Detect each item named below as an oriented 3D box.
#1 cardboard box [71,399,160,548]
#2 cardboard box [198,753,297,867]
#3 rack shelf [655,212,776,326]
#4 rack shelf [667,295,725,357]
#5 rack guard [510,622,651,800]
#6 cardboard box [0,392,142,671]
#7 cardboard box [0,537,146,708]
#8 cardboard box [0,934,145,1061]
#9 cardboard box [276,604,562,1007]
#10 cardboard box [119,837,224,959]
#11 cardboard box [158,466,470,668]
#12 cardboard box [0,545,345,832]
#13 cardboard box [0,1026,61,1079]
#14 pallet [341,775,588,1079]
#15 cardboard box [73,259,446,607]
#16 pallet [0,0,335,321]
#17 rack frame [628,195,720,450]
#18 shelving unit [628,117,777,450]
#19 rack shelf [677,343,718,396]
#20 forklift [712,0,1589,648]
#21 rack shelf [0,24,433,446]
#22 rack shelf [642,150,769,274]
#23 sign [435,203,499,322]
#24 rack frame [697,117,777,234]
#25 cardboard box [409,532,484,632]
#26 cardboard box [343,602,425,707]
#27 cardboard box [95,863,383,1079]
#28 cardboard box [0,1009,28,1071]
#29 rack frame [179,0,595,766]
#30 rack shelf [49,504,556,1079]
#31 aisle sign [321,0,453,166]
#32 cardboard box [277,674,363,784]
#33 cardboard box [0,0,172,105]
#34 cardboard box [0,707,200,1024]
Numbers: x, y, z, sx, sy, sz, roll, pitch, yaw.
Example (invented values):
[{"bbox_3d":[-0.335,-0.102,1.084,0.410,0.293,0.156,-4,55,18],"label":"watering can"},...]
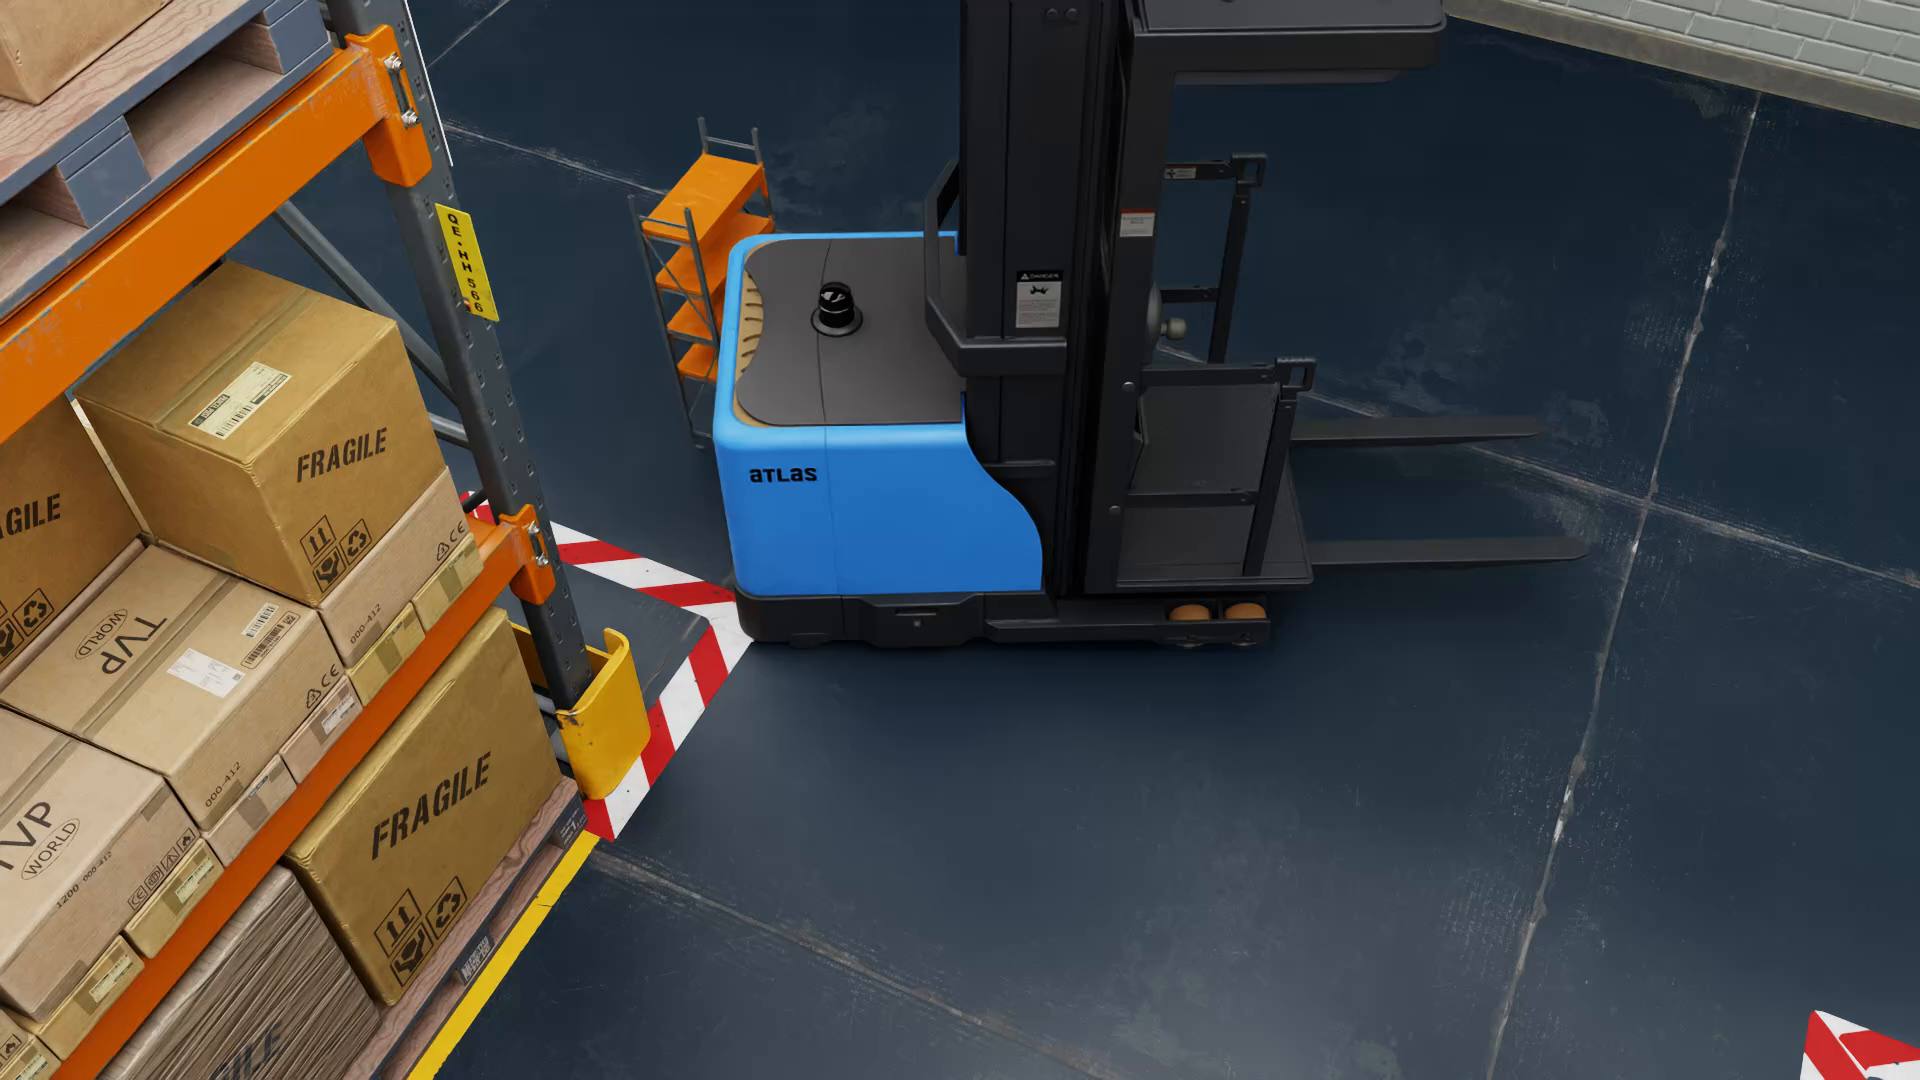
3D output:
[{"bbox_3d":[-2.096,-0.189,4.345,0.500,0.250,0.500,19,52,15],"label":"cardboard box"},{"bbox_3d":[-1.827,0.574,3.957,0.380,0.149,0.250,21,53,17],"label":"cardboard box"},{"bbox_3d":[-0.898,-1.018,6.113,0.258,0.148,0.480,16,51,18],"label":"rack shelf"},{"bbox_3d":[-0.885,-0.869,6.279,0.258,0.148,0.480,16,51,18],"label":"rack shelf"},{"bbox_3d":[-1.636,0.409,5.573,1.175,0.500,0.348,20,52,16],"label":"rack guard"},{"bbox_3d":[-2.309,-0.088,3.766,0.500,0.500,0.500,19,52,15],"label":"cardboard box"},{"bbox_3d":[-2.312,0.171,4.038,0.500,0.250,0.500,19,52,16],"label":"cardboard box"},{"bbox_3d":[-2.046,0.932,3.652,0.380,0.149,0.250,20,52,16],"label":"cardboard box"},{"bbox_3d":[-1.848,0.635,4.860,0.875,0.875,0.875,20,52,16],"label":"cardboard box"},{"bbox_3d":[-1.936,0.753,3.804,0.380,0.149,0.250,19,52,15],"label":"cardboard box"},{"bbox_3d":[-1.614,-0.012,4.194,0.500,0.250,0.500,19,52,16],"label":"cardboard box"},{"bbox_3d":[-1.831,0.337,3.897,0.500,0.250,0.500,19,52,15],"label":"cardboard box"},{"bbox_3d":[-2.154,1.102,3.508,0.380,0.149,0.250,21,53,17],"label":"cardboard box"},{"bbox_3d":[-1.917,1.096,5.179,1.003,0.211,1.213,20,52,16],"label":"pallet"},{"bbox_3d":[-1.617,-0.254,3.907,0.500,0.500,0.500,20,53,17],"label":"cardboard box"},{"bbox_3d":[-1.954,-0.813,3.061,1.003,0.211,1.213,20,52,16],"label":"pallet"},{"bbox_3d":[-0.985,-0.743,6.084,0.240,1.200,0.015,16,51,18],"label":"rack frame"},{"bbox_3d":[-0.889,-0.914,6.229,0.258,1.200,0.503,16,51,18],"label":"shelving unit"},{"bbox_3d":[-0.872,-0.737,6.426,0.258,0.148,0.480,16,51,18],"label":"rack shelf"},{"bbox_3d":[0.716,-0.975,5.155,3.031,2.935,1.130,-1,50,-1],"label":"forklift"},{"bbox_3d":[-2.501,0.254,2.567,1.077,0.370,4.000,20,52,16],"label":"rack shelf"},{"bbox_3d":[-0.913,-1.176,5.937,0.258,0.148,0.480,16,51,18],"label":"rack shelf"},{"bbox_3d":[-1.162,-0.650,3.918,0.100,0.325,0.005,20,52,16],"label":"sign"},{"bbox_3d":[-0.793,-1.085,6.374,0.240,1.200,0.015,16,51,18],"label":"rack frame"},{"bbox_3d":[-1.501,0.050,4.403,0.380,0.149,0.250,21,53,17],"label":"cardboard box"},{"bbox_3d":[-1.610,0.229,4.250,0.380,0.149,0.250,20,53,16],"label":"cardboard box"},{"bbox_3d":[-2.236,1.262,4.326,0.875,0.875,0.875,20,52,16],"label":"cardboard box"},{"bbox_3d":[-2.267,1.048,3.292,0.500,0.250,0.500,20,52,16],"label":"cardboard box"},{"bbox_3d":[-1.646,-0.384,4.607,1.000,3.000,0.127,20,52,16],"label":"rack frame"},{"bbox_3d":[-2.501,1.226,3.710,1.077,0.370,4.000,20,52,16],"label":"rack shelf"},{"bbox_3d":[-1.344,-1.179,3.576,0.394,0.787,0.004,20,52,16],"label":"aisle sign"},{"bbox_3d":[-1.719,0.402,4.103,0.380,0.149,0.250,20,52,16],"label":"cardboard box"},{"bbox_3d":[-1.820,-1.182,2.909,0.700,0.500,0.500,17,52,14],"label":"cardboard box"},{"bbox_3d":[-2.048,0.688,3.598,0.500,0.250,0.500,18,52,15],"label":"cardboard box"}]
